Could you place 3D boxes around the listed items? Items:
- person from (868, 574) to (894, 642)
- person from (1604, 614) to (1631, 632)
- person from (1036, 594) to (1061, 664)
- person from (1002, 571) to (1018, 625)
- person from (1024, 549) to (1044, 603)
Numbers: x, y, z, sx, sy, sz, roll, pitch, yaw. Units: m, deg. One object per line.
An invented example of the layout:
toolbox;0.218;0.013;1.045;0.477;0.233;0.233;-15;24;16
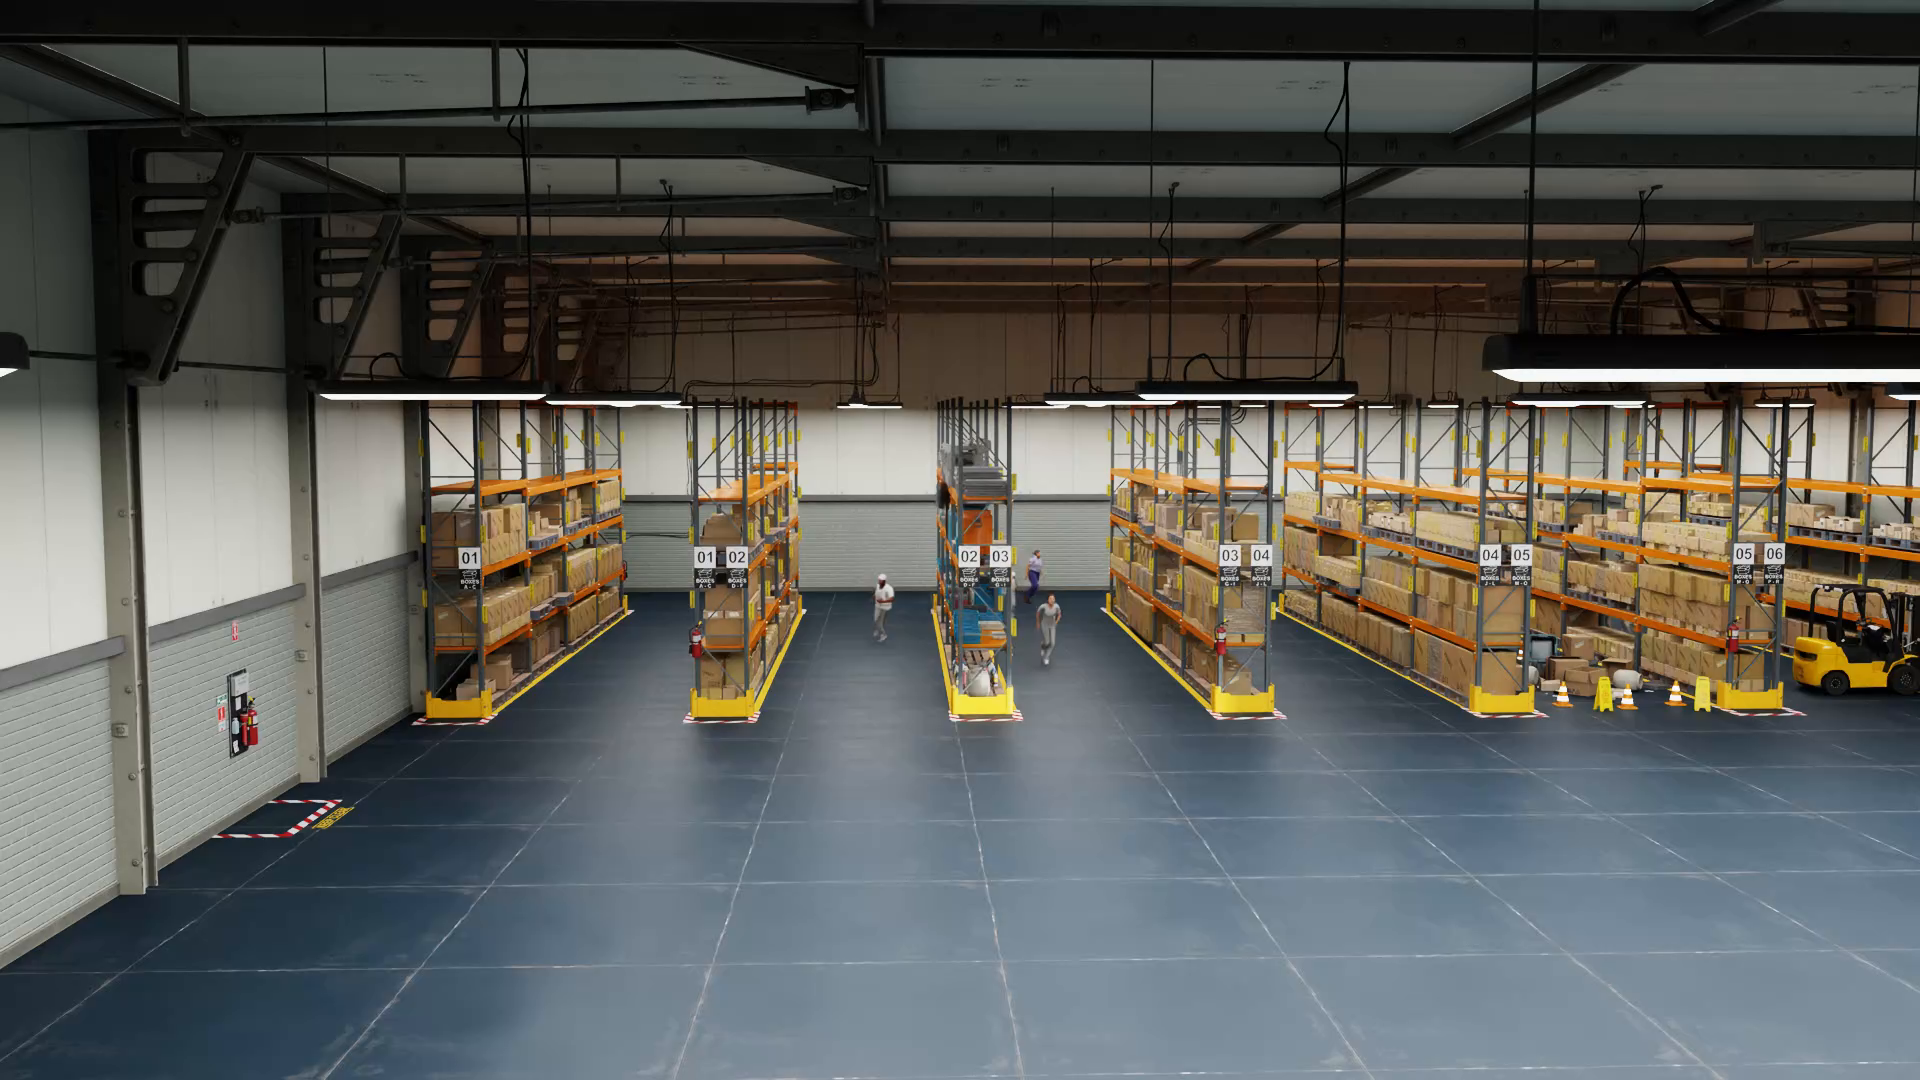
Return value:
person;-1.945;1.688;41.625;0.820;1.700;0.689;2;5;26
person;16.955;1.564;42.999;0.667;1.709;1.001;-1;5;-13
person;2.014;2.004;37.840;0.533;1.604;0.664;-2;5;-20
person;1.274;1.442;44.983;0.608;1.640;0.943;-1;5;-17
person;2.194;1.089;49.569;0.508;1.608;0.731;3;5;36
